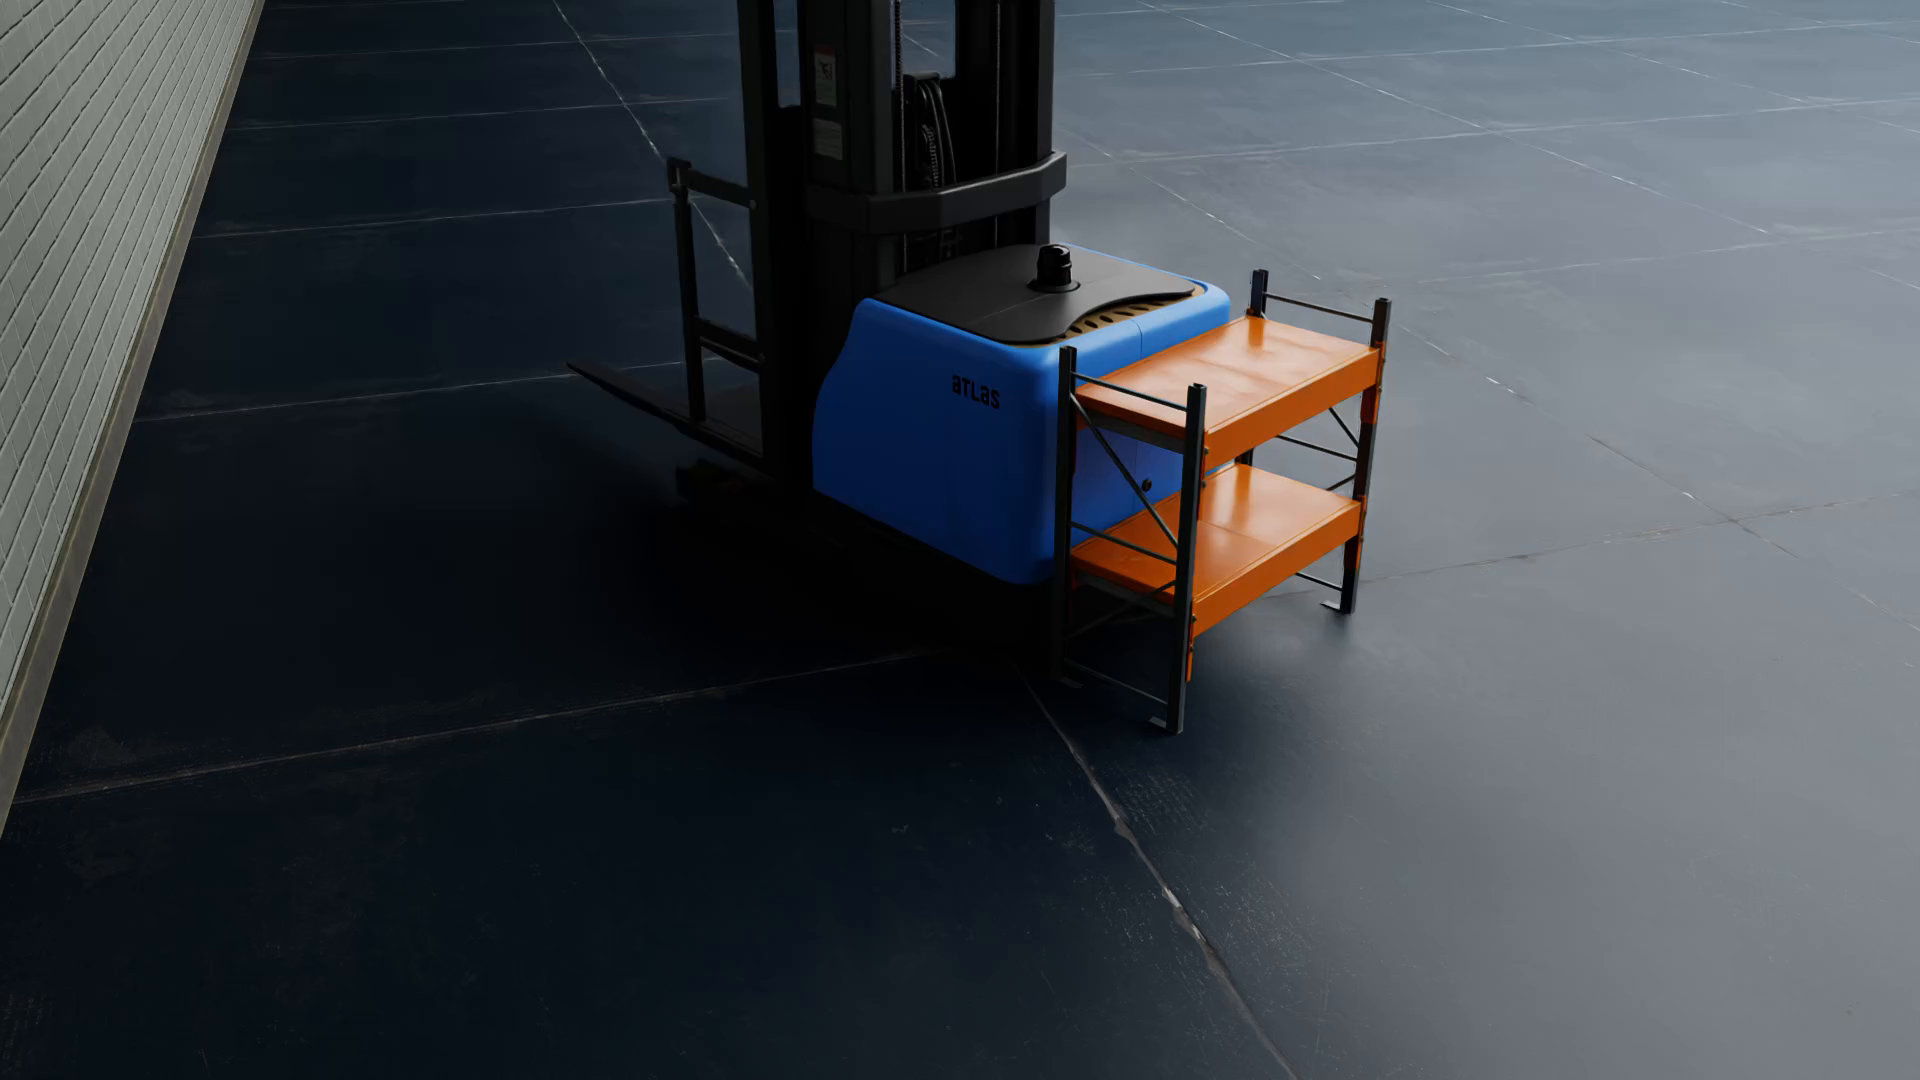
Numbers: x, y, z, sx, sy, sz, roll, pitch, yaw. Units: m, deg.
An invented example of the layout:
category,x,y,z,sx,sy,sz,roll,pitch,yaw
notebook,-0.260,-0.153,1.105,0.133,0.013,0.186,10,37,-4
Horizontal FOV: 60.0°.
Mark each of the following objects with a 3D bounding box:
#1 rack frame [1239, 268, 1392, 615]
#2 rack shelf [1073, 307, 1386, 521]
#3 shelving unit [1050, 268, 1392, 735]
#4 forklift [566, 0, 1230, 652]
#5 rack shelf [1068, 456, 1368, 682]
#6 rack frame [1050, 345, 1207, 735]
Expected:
category,x,y,z,sx,sy,sz,roll,pitch,yaw
rack frame,1.169,-0.324,5.637,0.500,1.125,0.032,22,34,37
rack shelf,0.827,-0.419,5.170,0.538,0.278,1.000,22,34,37
shelving unit,0.827,-0.157,5.300,0.538,1.125,1.048,22,34,37
forklift,-0.460,-1.516,6.007,1.130,2.935,3.031,-23,34,-38
rack shelf,0.827,0.062,5.409,0.538,0.278,1.000,22,34,37
rack frame,0.485,0.011,4.964,0.500,1.125,0.032,22,34,37
